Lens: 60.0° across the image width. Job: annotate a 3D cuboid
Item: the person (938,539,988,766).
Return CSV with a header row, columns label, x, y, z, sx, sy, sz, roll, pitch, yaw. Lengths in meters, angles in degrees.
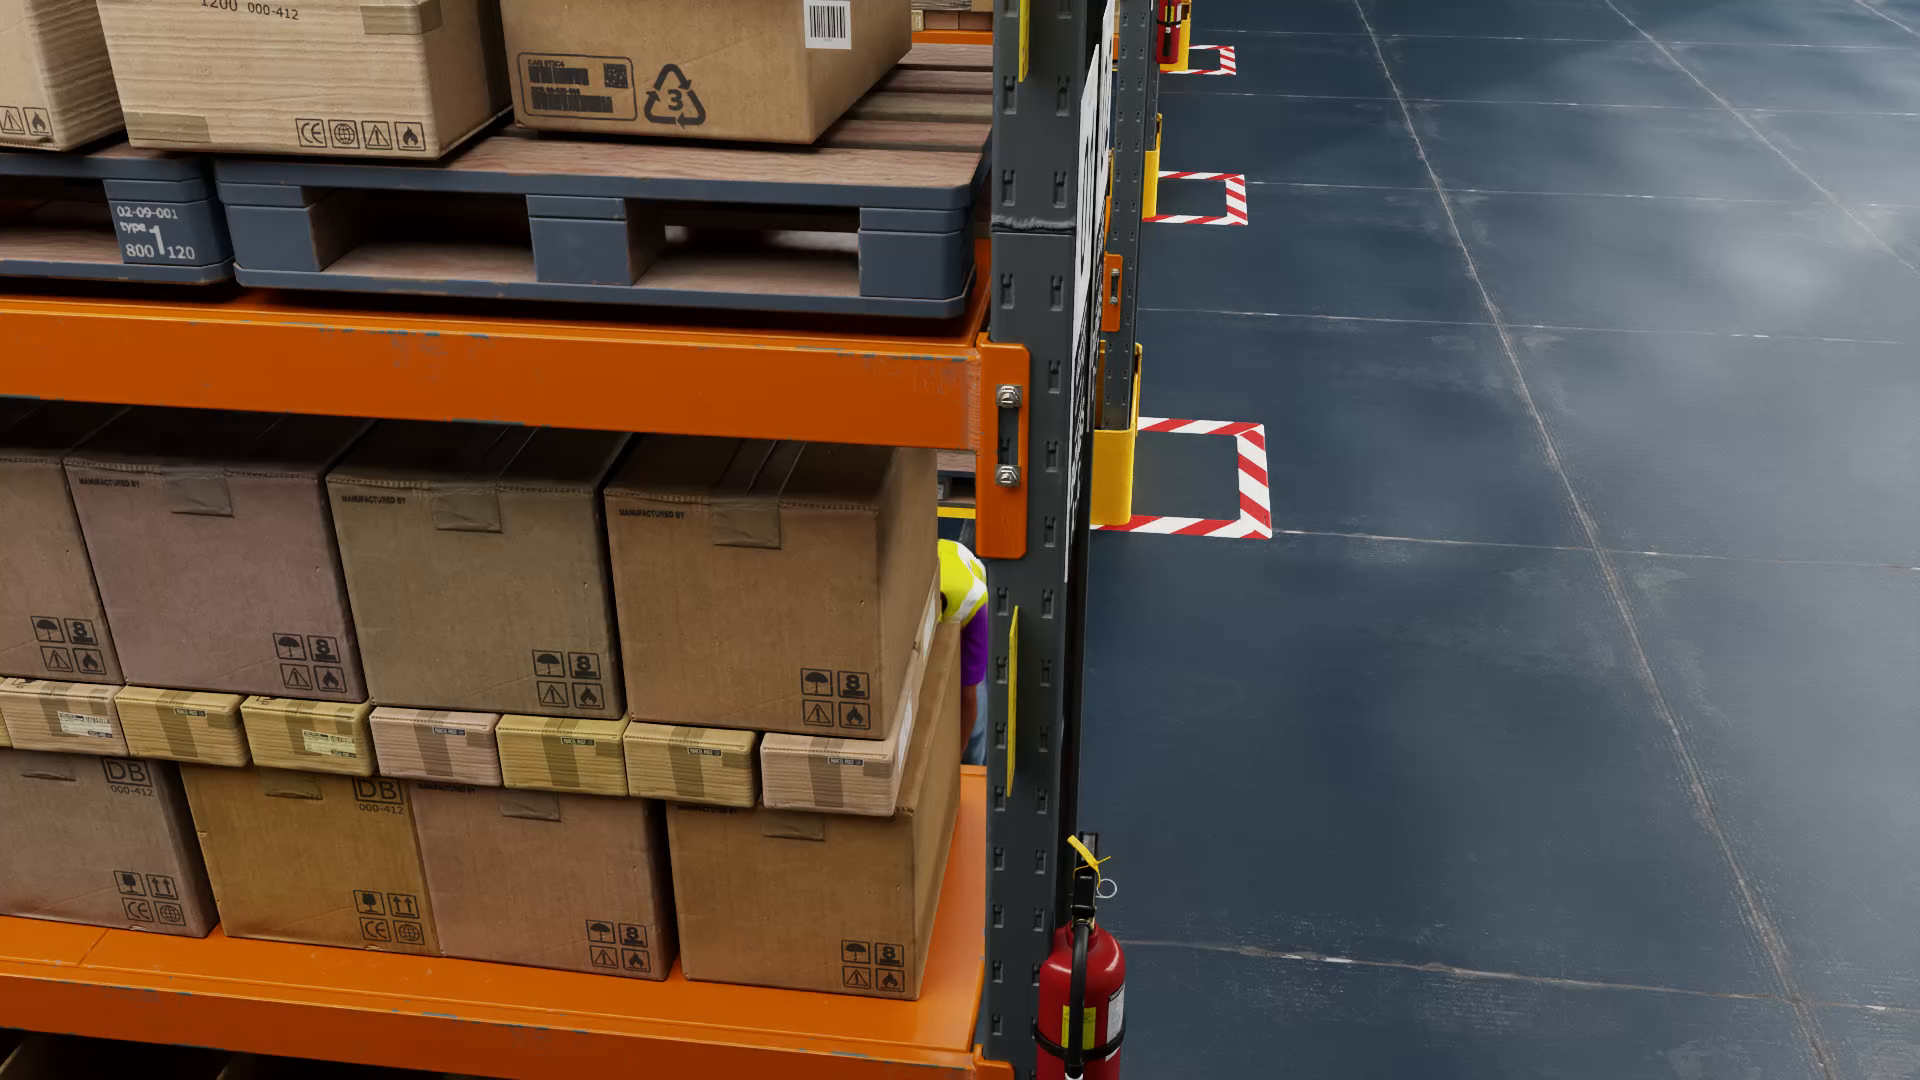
label,x,y,z,sx,sy,sz,roll,pitch,yaw
person,-0.131,0.518,5.610,0.492,1.311,0.923,2,28,4
